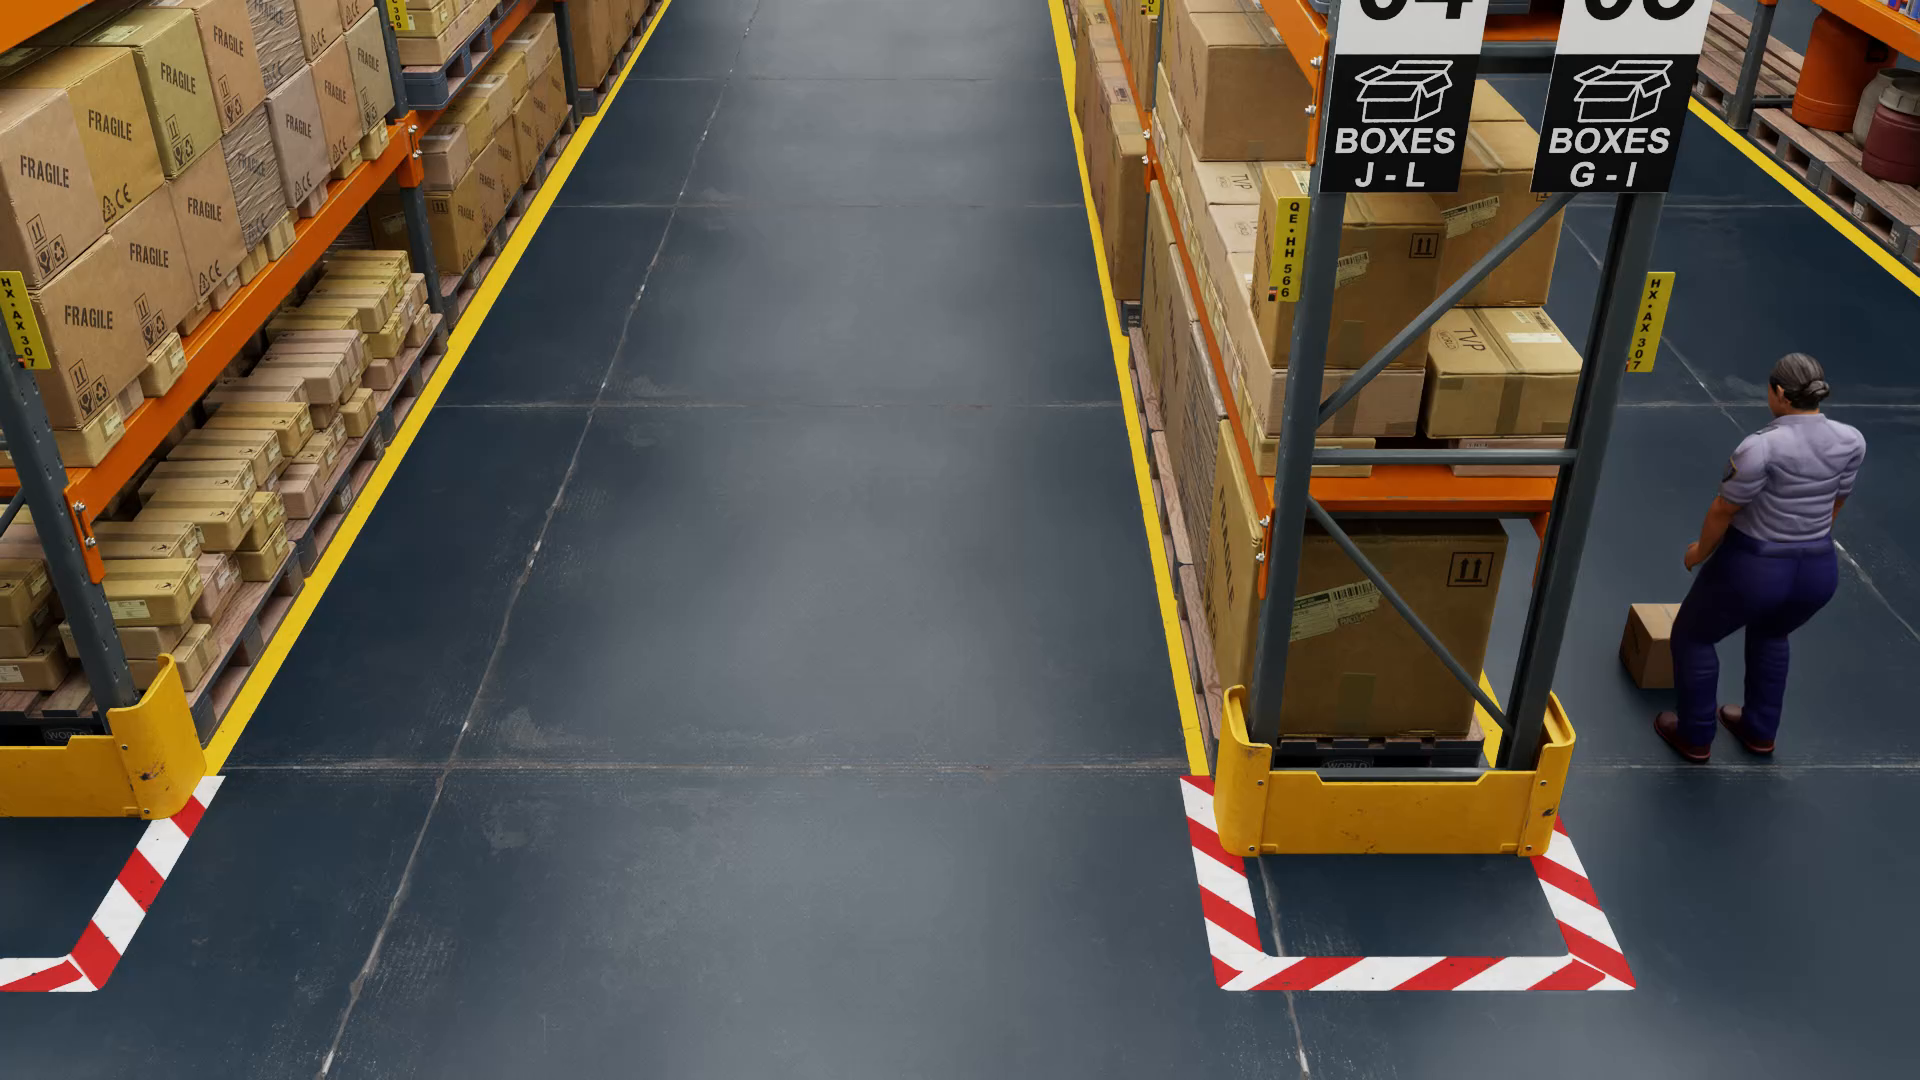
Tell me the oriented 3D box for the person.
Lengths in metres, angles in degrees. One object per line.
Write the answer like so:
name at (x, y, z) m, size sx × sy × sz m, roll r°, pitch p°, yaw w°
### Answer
person at (2.903, 0.110, 6.034) m, size 0.496 × 1.596 × 0.390 m, roll -4°, pitch 32°, yaw -6°
